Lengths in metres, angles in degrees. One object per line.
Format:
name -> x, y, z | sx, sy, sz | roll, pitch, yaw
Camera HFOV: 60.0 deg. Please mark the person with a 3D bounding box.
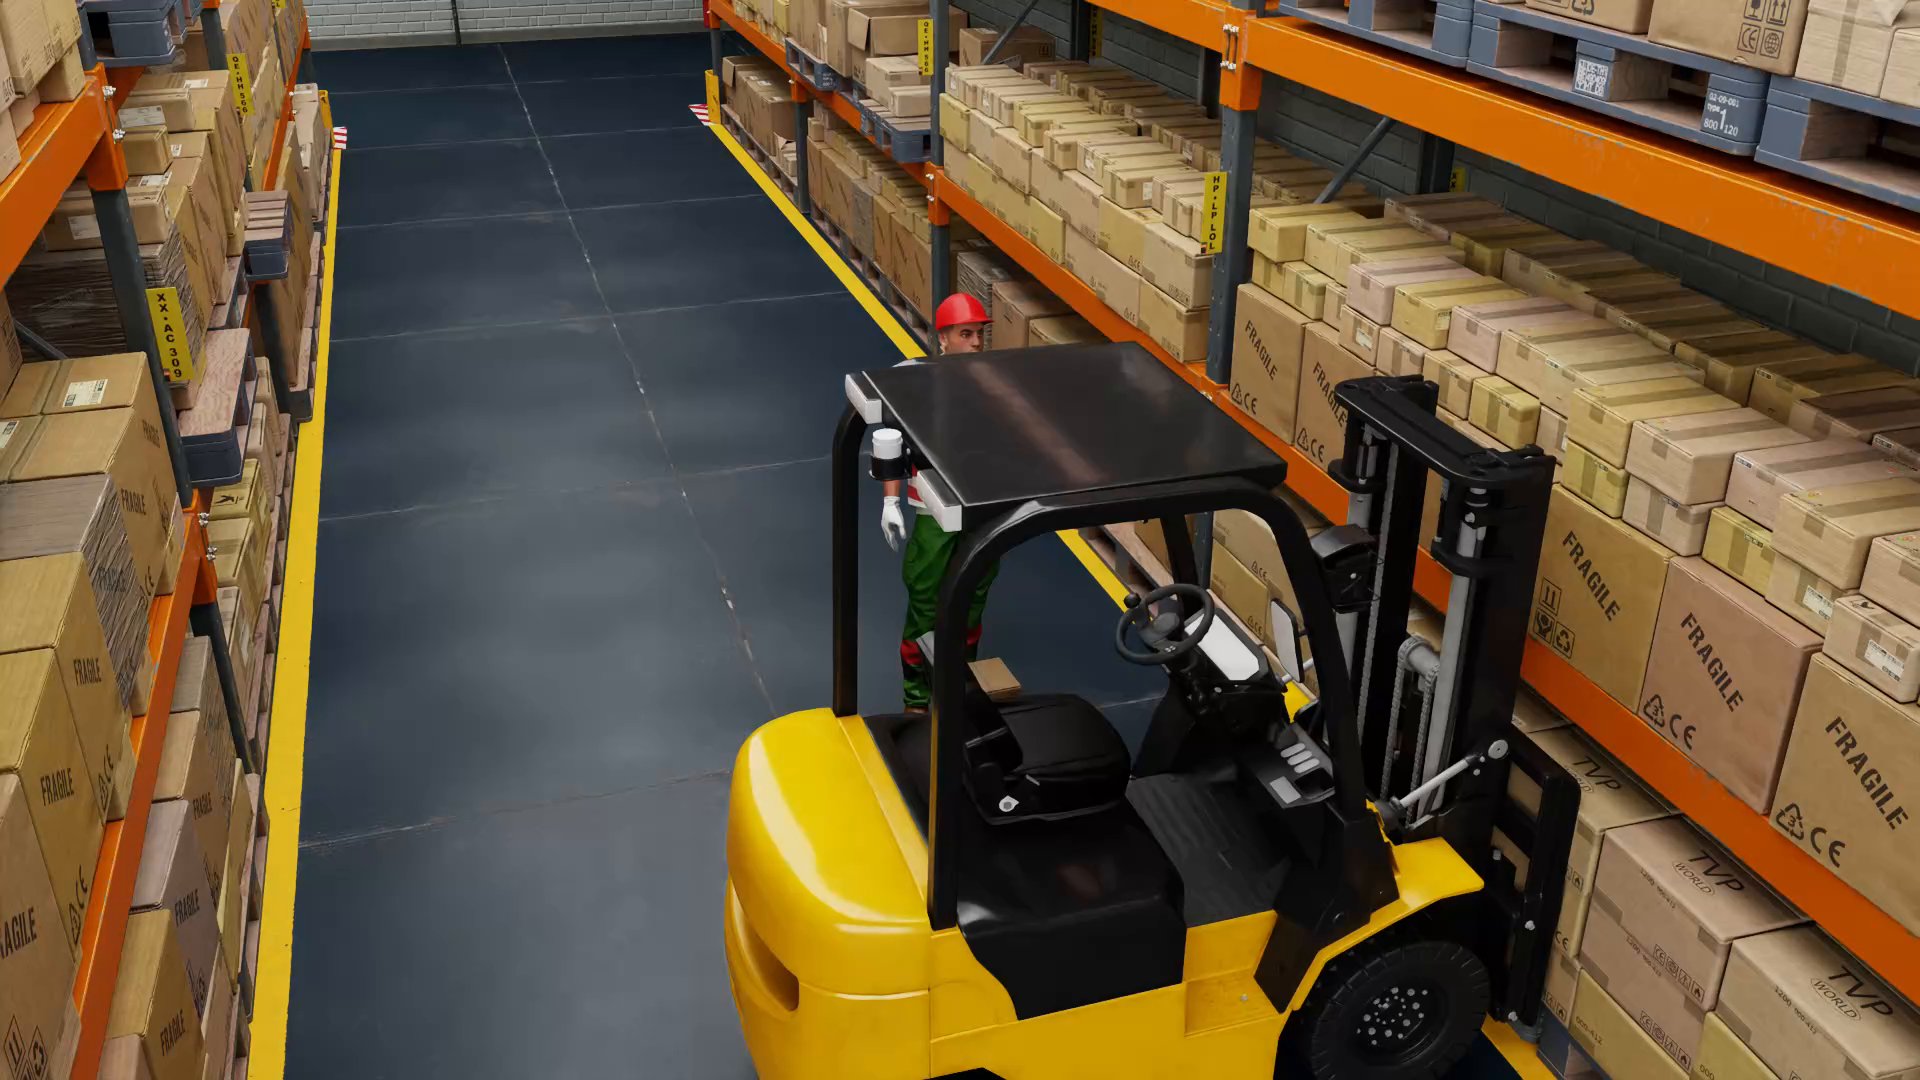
person -> 0.001, -0.097, 6.761 | 0.637, 1.790, 0.562 | -8, 27, -16
